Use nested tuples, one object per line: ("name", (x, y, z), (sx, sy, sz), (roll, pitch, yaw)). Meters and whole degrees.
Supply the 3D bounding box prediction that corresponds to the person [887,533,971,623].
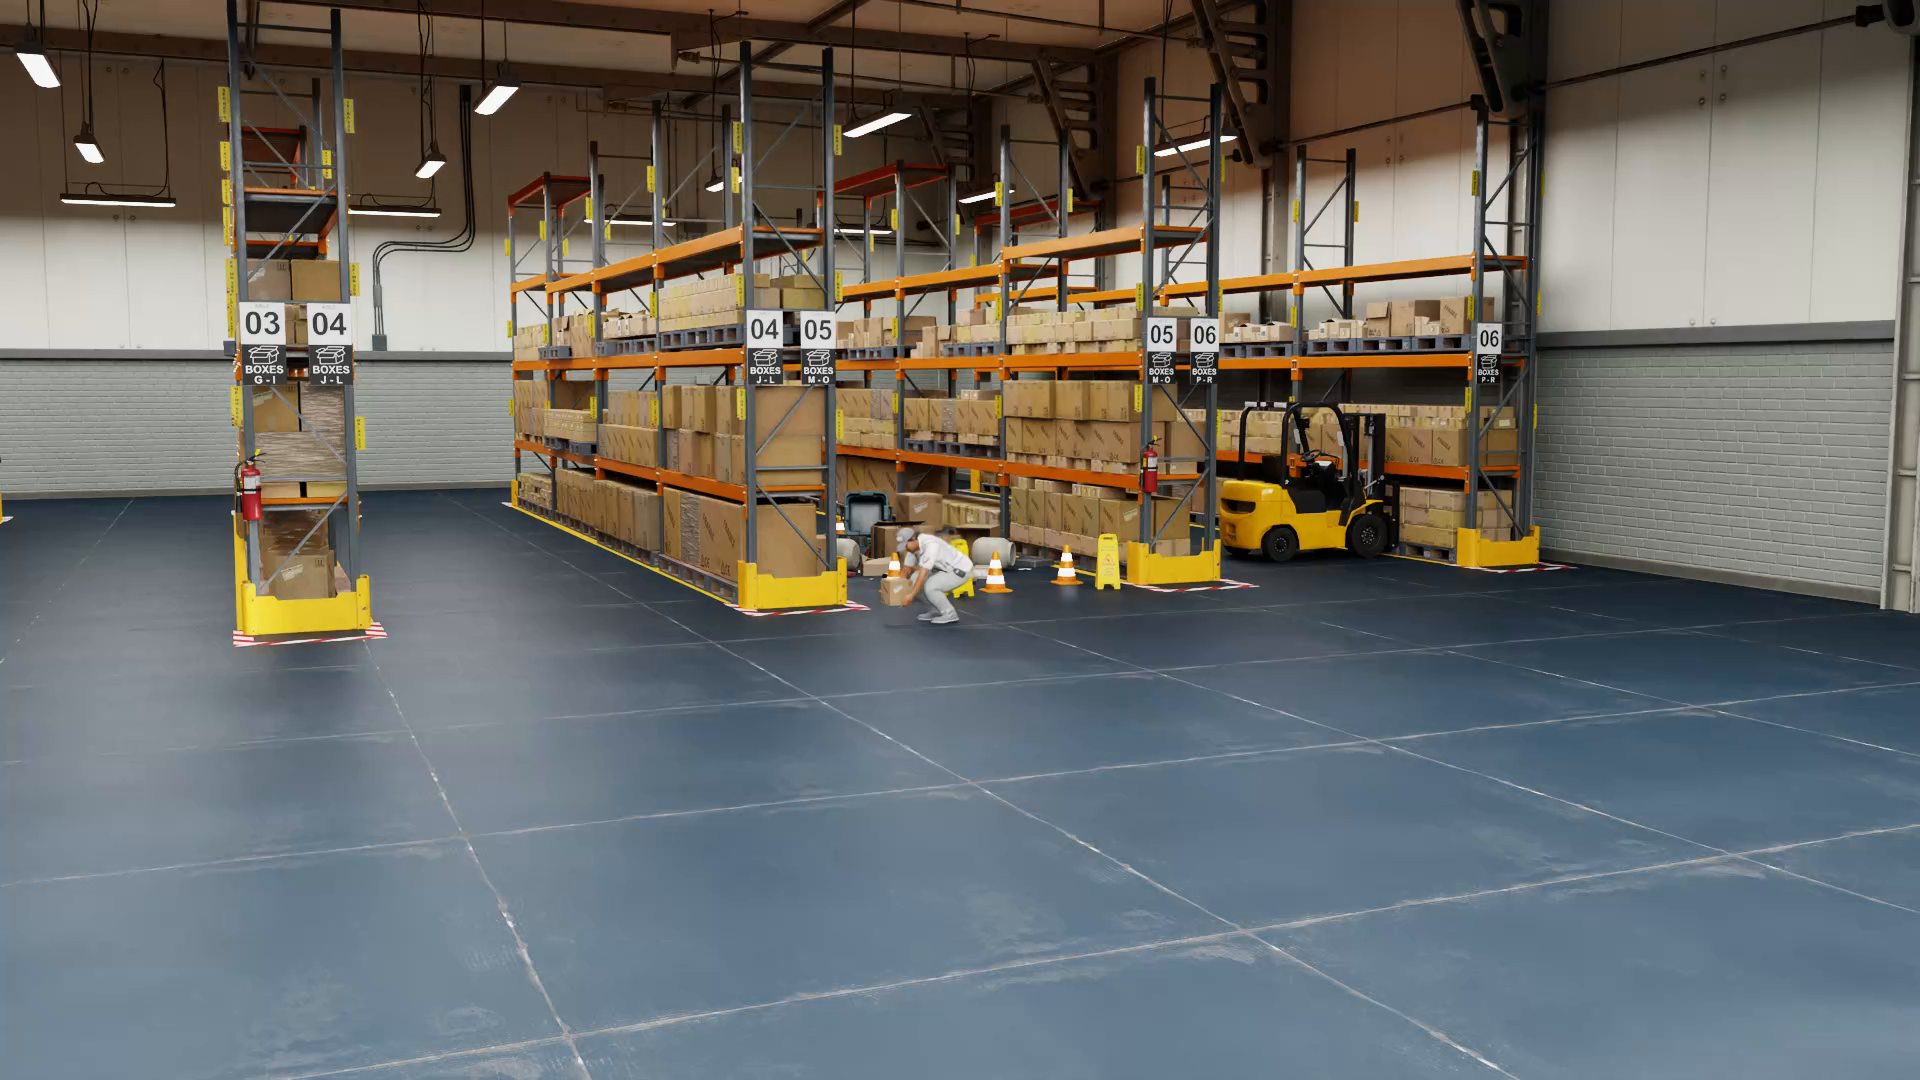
("person", (-0.307, 0.379, 16.954), (0.855, 0.930, 0.520), (-2, 6, -24))
